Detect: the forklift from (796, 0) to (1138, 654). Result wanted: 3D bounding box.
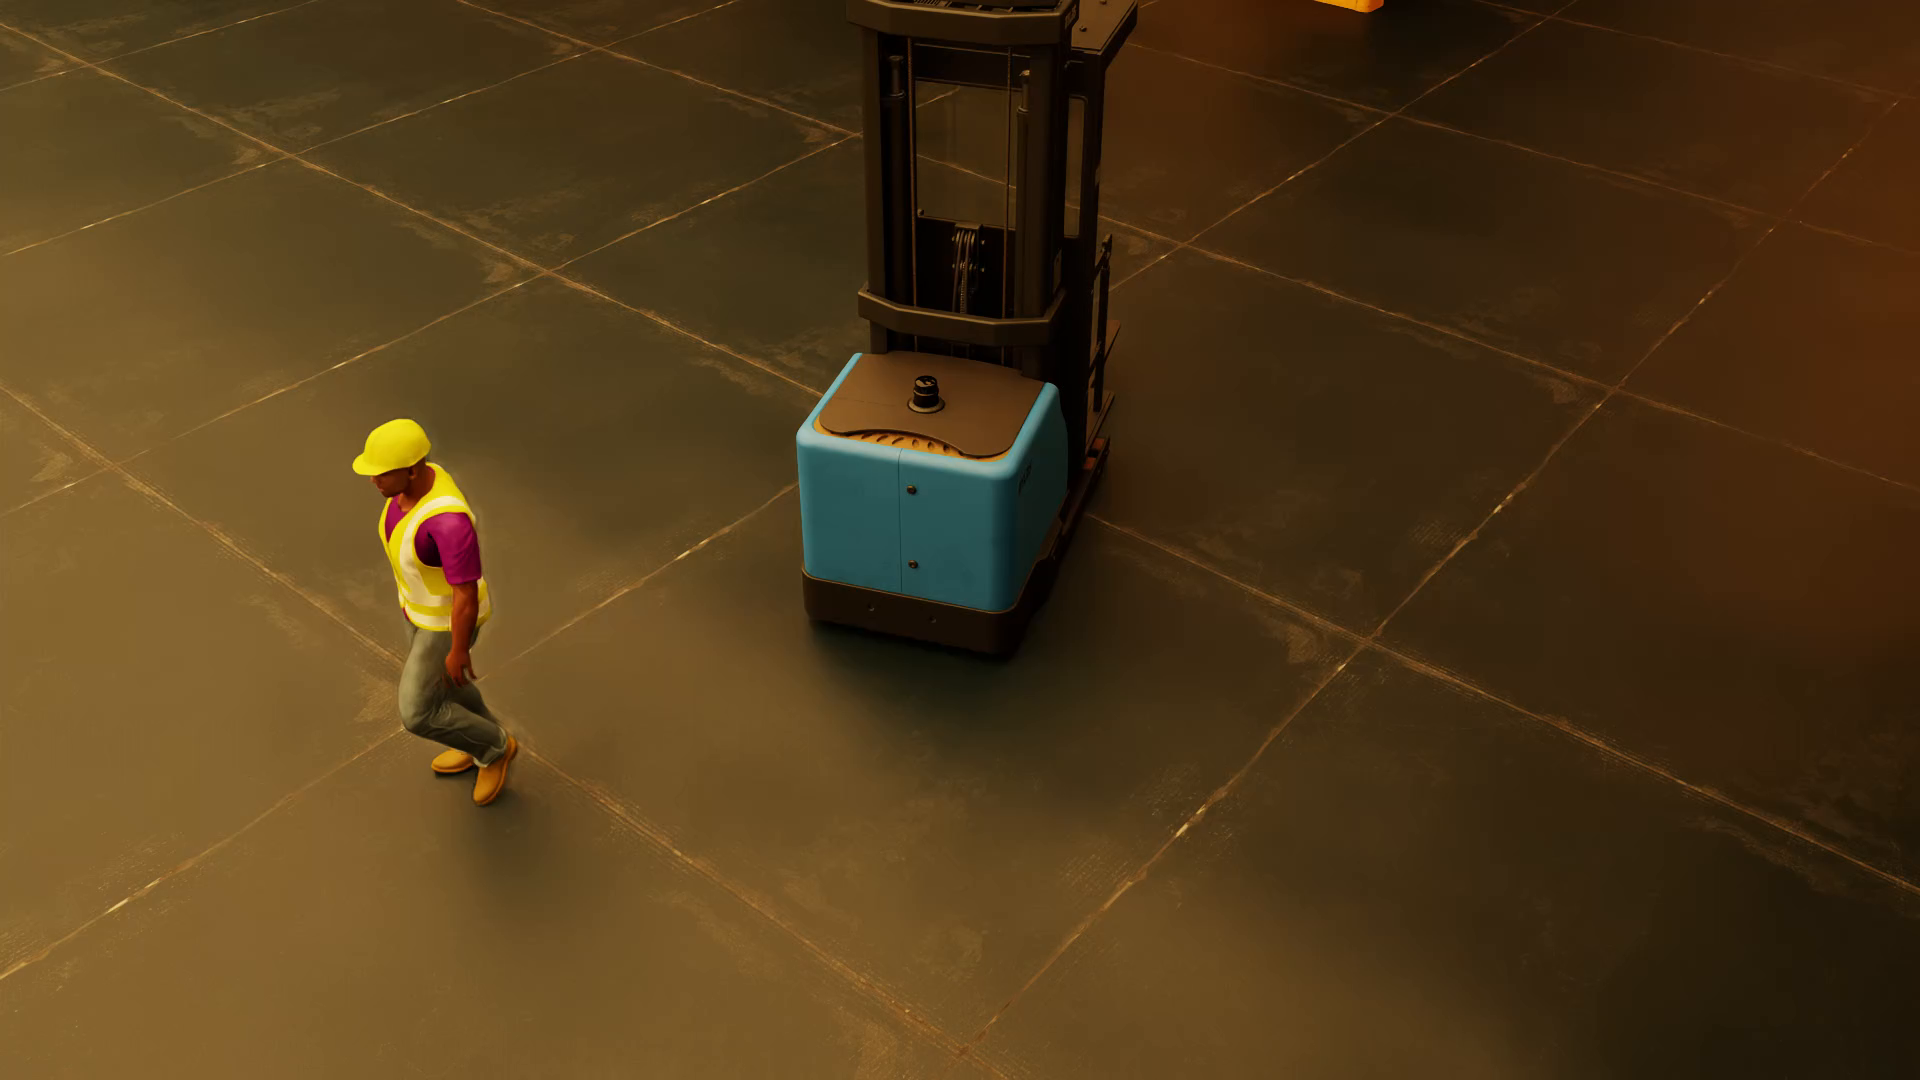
[{"bbox_3d":[0.182,-1.527,8.118,1.130,2.935,3.031,10,37,14],"label":"forklift"}]

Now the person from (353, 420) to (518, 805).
[{"bbox_3d":[-2.112,0.298,6.616,0.469,1.747,0.714,-22,41,-27],"label":"person"}]
